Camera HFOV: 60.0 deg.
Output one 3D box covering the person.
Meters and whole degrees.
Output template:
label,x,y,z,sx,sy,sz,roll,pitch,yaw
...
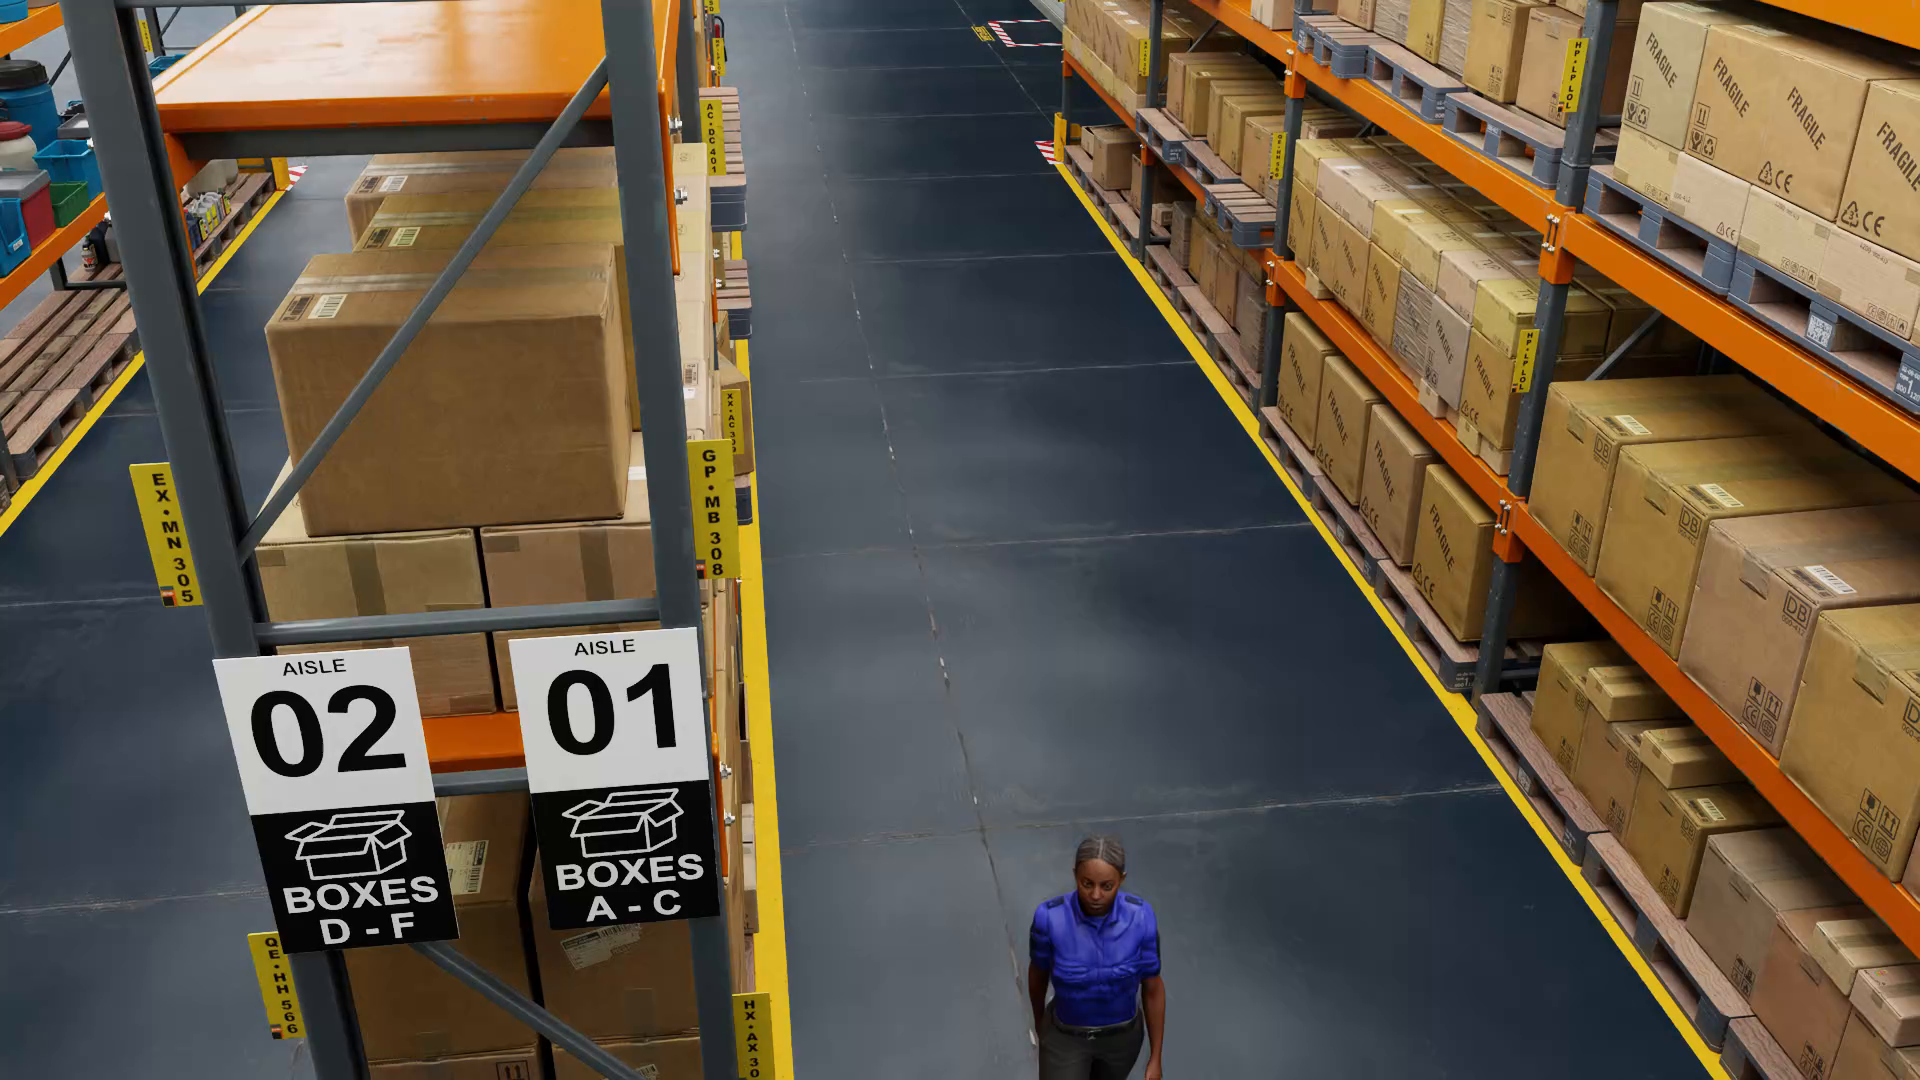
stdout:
label,x,y,z,sx,sy,sz,roll,pitch,yaw
person,0.469,1.693,5.714,0.446,1.537,0.678,-3,27,-6
